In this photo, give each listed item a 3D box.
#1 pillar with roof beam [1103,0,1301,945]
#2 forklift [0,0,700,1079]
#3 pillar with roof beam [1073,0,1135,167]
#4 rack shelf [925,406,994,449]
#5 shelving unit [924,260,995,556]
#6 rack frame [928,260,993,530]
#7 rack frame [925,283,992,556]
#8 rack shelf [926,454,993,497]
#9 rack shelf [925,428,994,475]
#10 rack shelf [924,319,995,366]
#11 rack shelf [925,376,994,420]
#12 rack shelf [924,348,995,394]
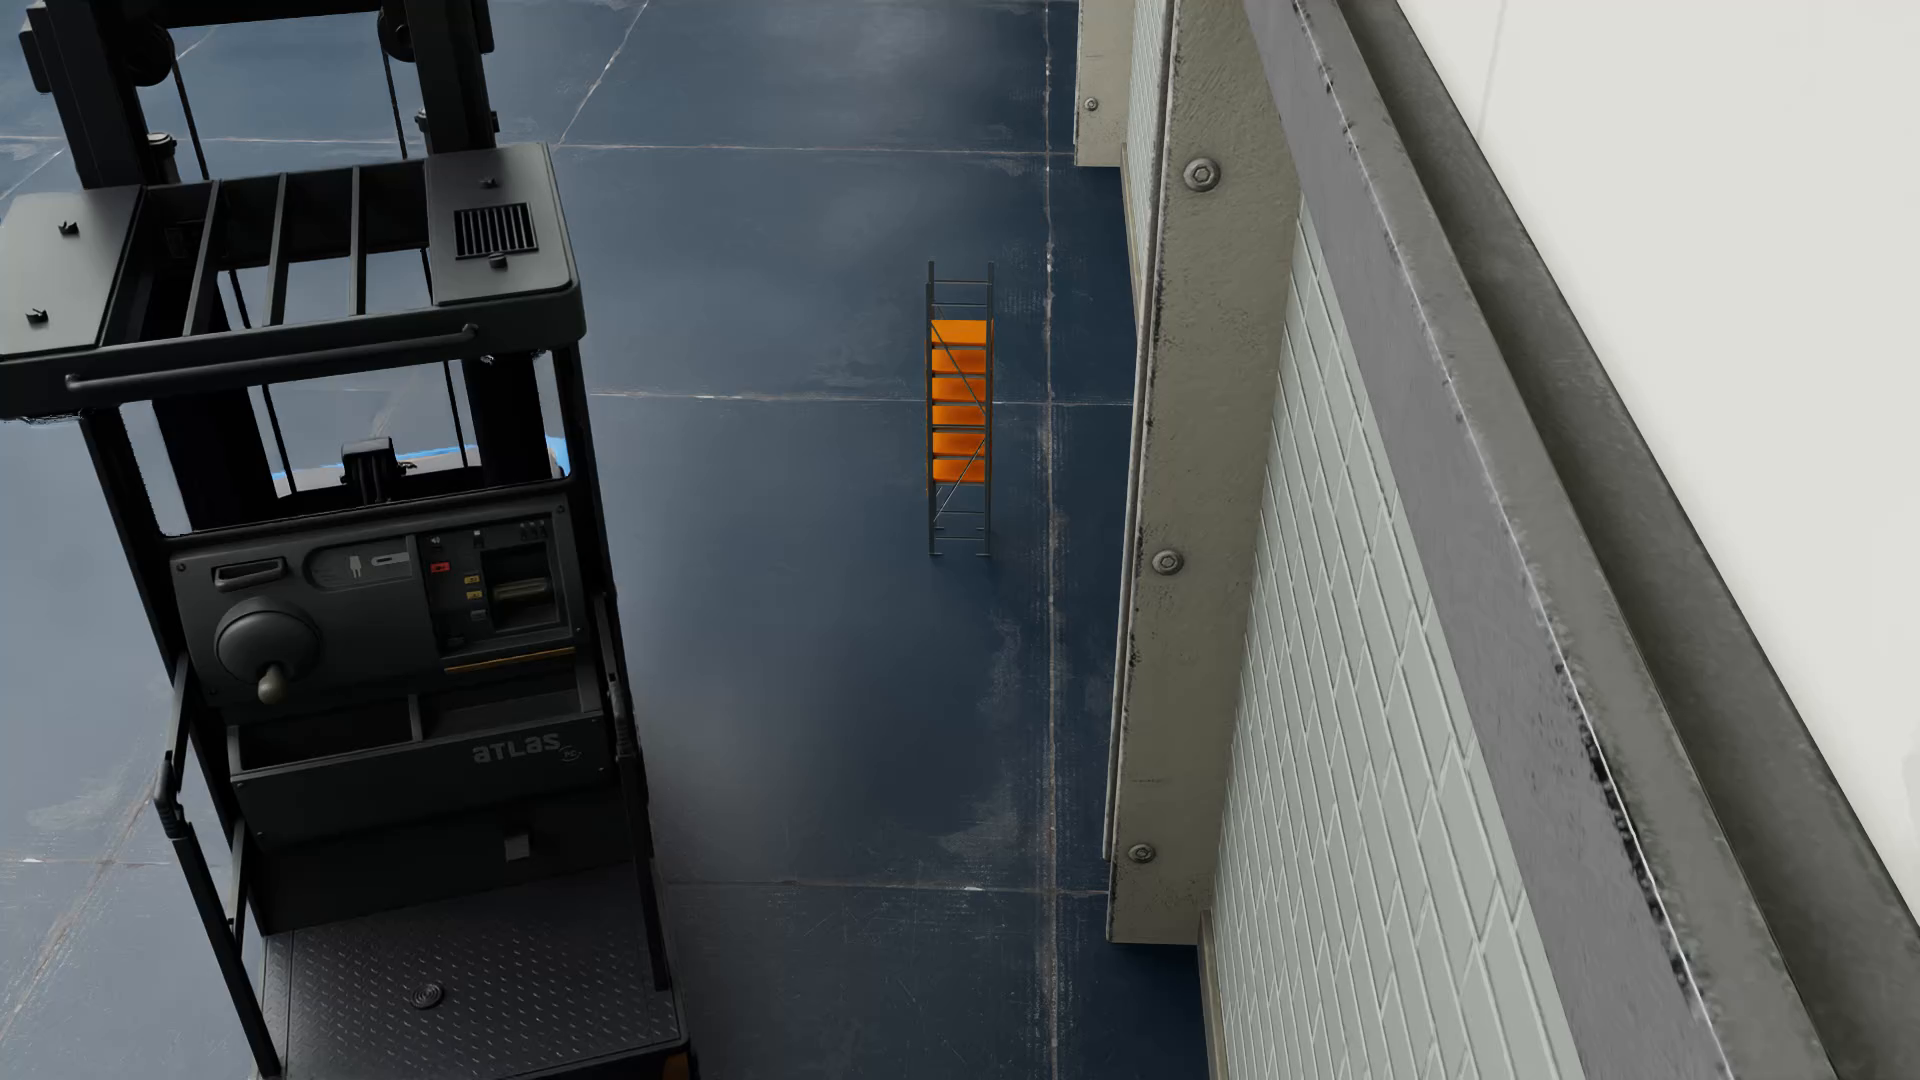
[{"bbox_3d":[-3.696,-2.678,2.734,9.100,9.000,0.400,1,35,2],"label":"pillar with roof beam"},{"bbox_3d":[-1.348,0.211,3.900,1.130,2.935,3.031,-9,36,-13],"label":"forklift"},{"bbox_3d":[-3.455,-6.125,7.639,9.100,9.000,0.400,1,35,2],"label":"pillar with roof beam"},{"bbox_3d":[-0.001,-0.446,6.419,0.258,0.103,0.180,1,35,2],"label":"rack shelf"},{"bbox_3d":[-0.001,-0.483,6.393,0.258,1.200,0.189,1,35,2],"label":"shelving unit"},{"bbox_3d":[0.003,-0.535,6.468,0.240,1.200,0.006,1,35,2],"label":"rack frame"},{"bbox_3d":[-0.004,-0.430,6.318,0.240,1.200,0.006,1,35,2],"label":"rack frame"},{"bbox_3d":[-0.001,-0.250,6.557,0.258,0.103,0.180,1,35,2],"label":"rack shelf"},{"bbox_3d":[-0.001,-0.348,6.488,0.258,0.103,0.180,1,35,2],"label":"rack shelf"},{"bbox_3d":[-0.001,-0.741,6.212,0.258,0.103,0.180,1,35,2],"label":"rack shelf"},{"bbox_3d":[-0.001,-0.544,6.350,0.258,0.103,0.180,1,35,2],"label":"rack shelf"},{"bbox_3d":[-0.001,-0.643,6.281,0.258,0.103,0.180,1,35,2],"label":"rack shelf"}]
